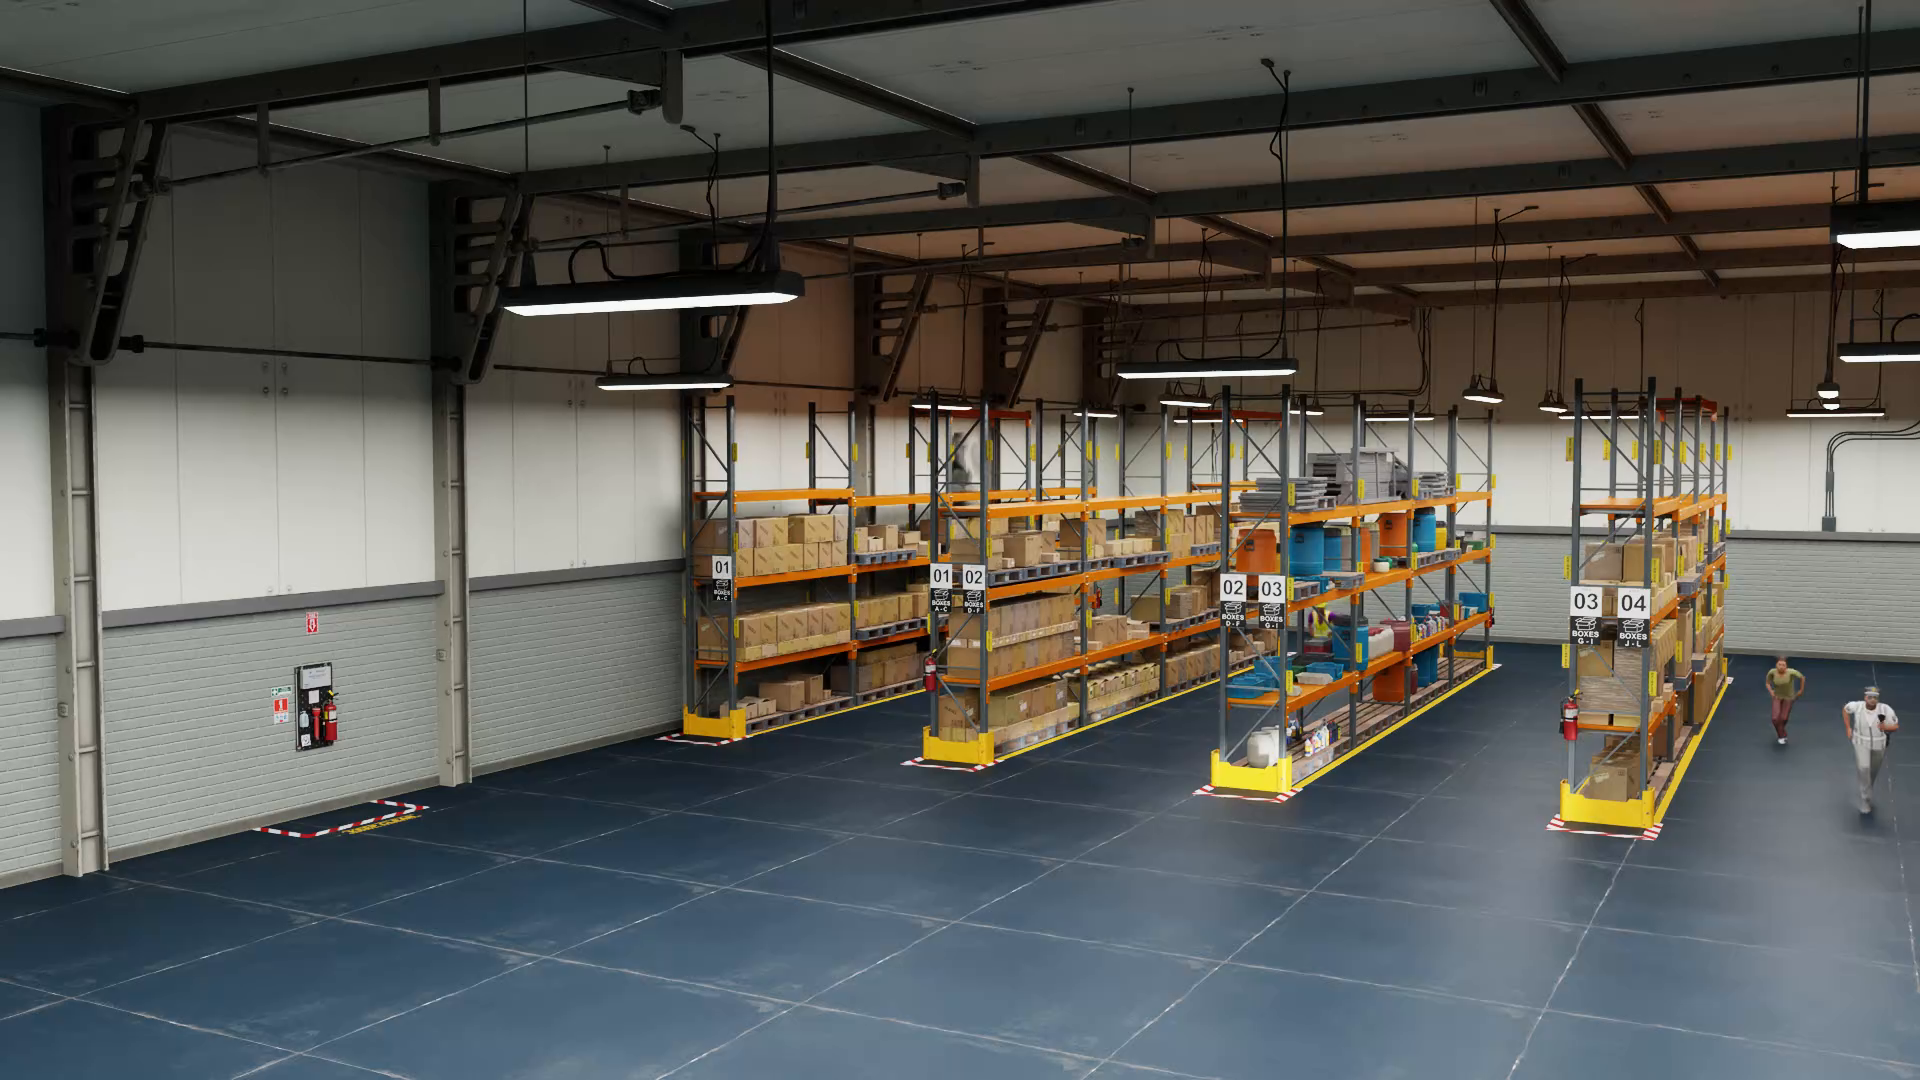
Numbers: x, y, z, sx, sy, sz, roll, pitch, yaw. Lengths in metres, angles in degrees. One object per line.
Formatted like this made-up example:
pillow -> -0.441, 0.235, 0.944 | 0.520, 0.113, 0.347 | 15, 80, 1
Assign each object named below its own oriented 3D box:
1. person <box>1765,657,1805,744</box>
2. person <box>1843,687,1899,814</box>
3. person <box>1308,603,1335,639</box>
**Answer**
person -> 14.188, 2.747, 28.609 | 0.603, 1.534, 0.789 | 2, 4, 32
person -> 12.790, 2.921, 23.386 | 0.653, 1.796, 0.964 | 1, 3, 19
person -> 8.215, 2.204, 37.535 | 0.701, 1.702, 0.921 | 1, 3, 24
